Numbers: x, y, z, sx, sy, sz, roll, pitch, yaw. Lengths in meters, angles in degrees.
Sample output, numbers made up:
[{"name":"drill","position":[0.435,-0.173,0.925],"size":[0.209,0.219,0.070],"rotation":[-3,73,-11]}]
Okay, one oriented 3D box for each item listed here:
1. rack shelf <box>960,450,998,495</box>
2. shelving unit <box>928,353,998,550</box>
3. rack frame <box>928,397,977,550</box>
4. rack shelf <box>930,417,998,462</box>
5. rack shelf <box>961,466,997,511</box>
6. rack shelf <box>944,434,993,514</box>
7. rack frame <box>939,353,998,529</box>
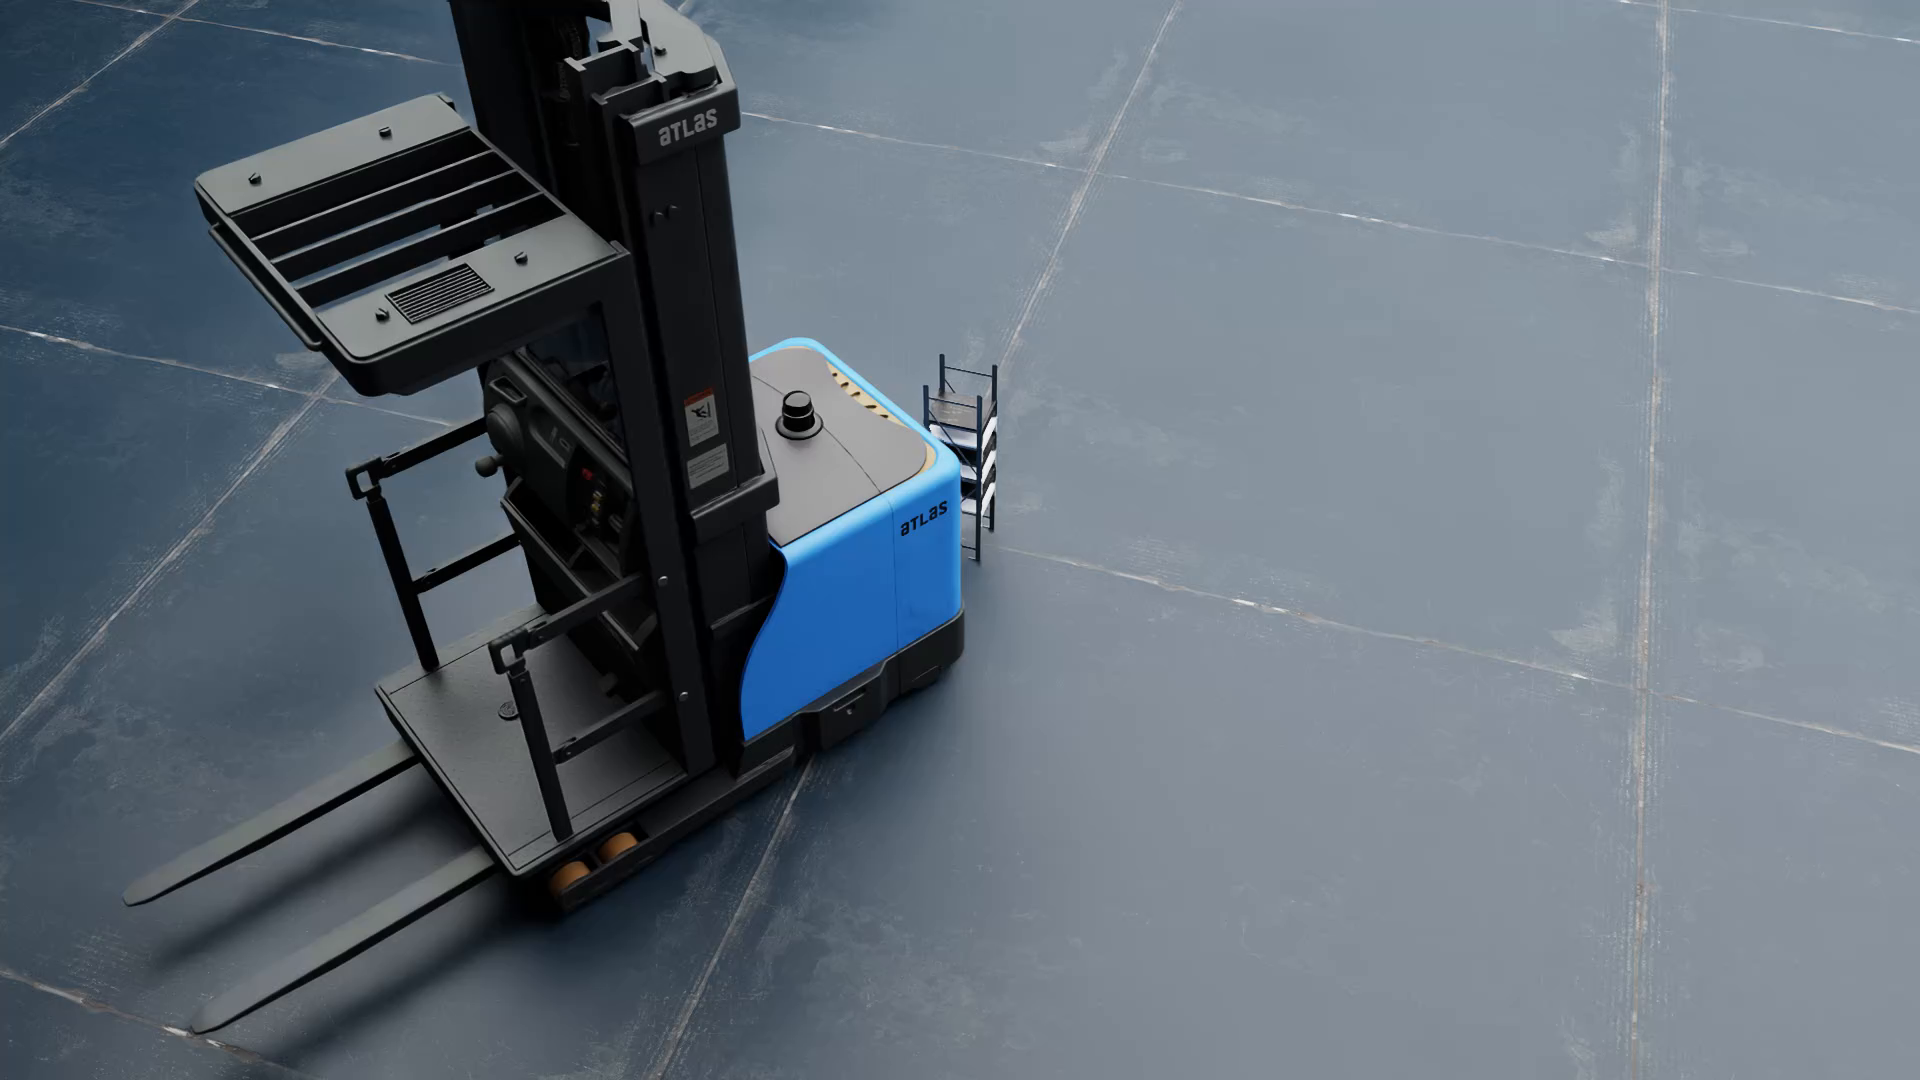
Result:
[{"name":"rack shelf","position":[0.002,-0.303,6.863],"size":[0.258,0.077,0.200],"rotation":[13,46,12]},{"name":"shelving unit","position":[0.003,-0.328,6.840],"size":[0.258,0.900,0.208],"rotation":[13,46,12]},{"name":"rack frame","position":[-0.028,-0.259,6.770],"size":[0.228,0.785,0.003],"rotation":[13,46,12]},{"name":"rack shelf","position":[0.002,-0.432,6.737],"size":[0.258,0.077,0.200],"rotation":[13,46,12]},{"name":"rack shelf","position":[0.002,-0.239,6.926],"size":[0.258,0.077,0.200],"rotation":[13,46,12]},{"name":"rack shelf","position":[0.002,-0.291,6.875],"size":[0.221,0.281,0.190],"rotation":[13,46,12]},{"name":"rack frame","position":[0.033,-0.395,6.909],"size":[0.240,0.900,0.006],"rotation":[13,46,12]}]
